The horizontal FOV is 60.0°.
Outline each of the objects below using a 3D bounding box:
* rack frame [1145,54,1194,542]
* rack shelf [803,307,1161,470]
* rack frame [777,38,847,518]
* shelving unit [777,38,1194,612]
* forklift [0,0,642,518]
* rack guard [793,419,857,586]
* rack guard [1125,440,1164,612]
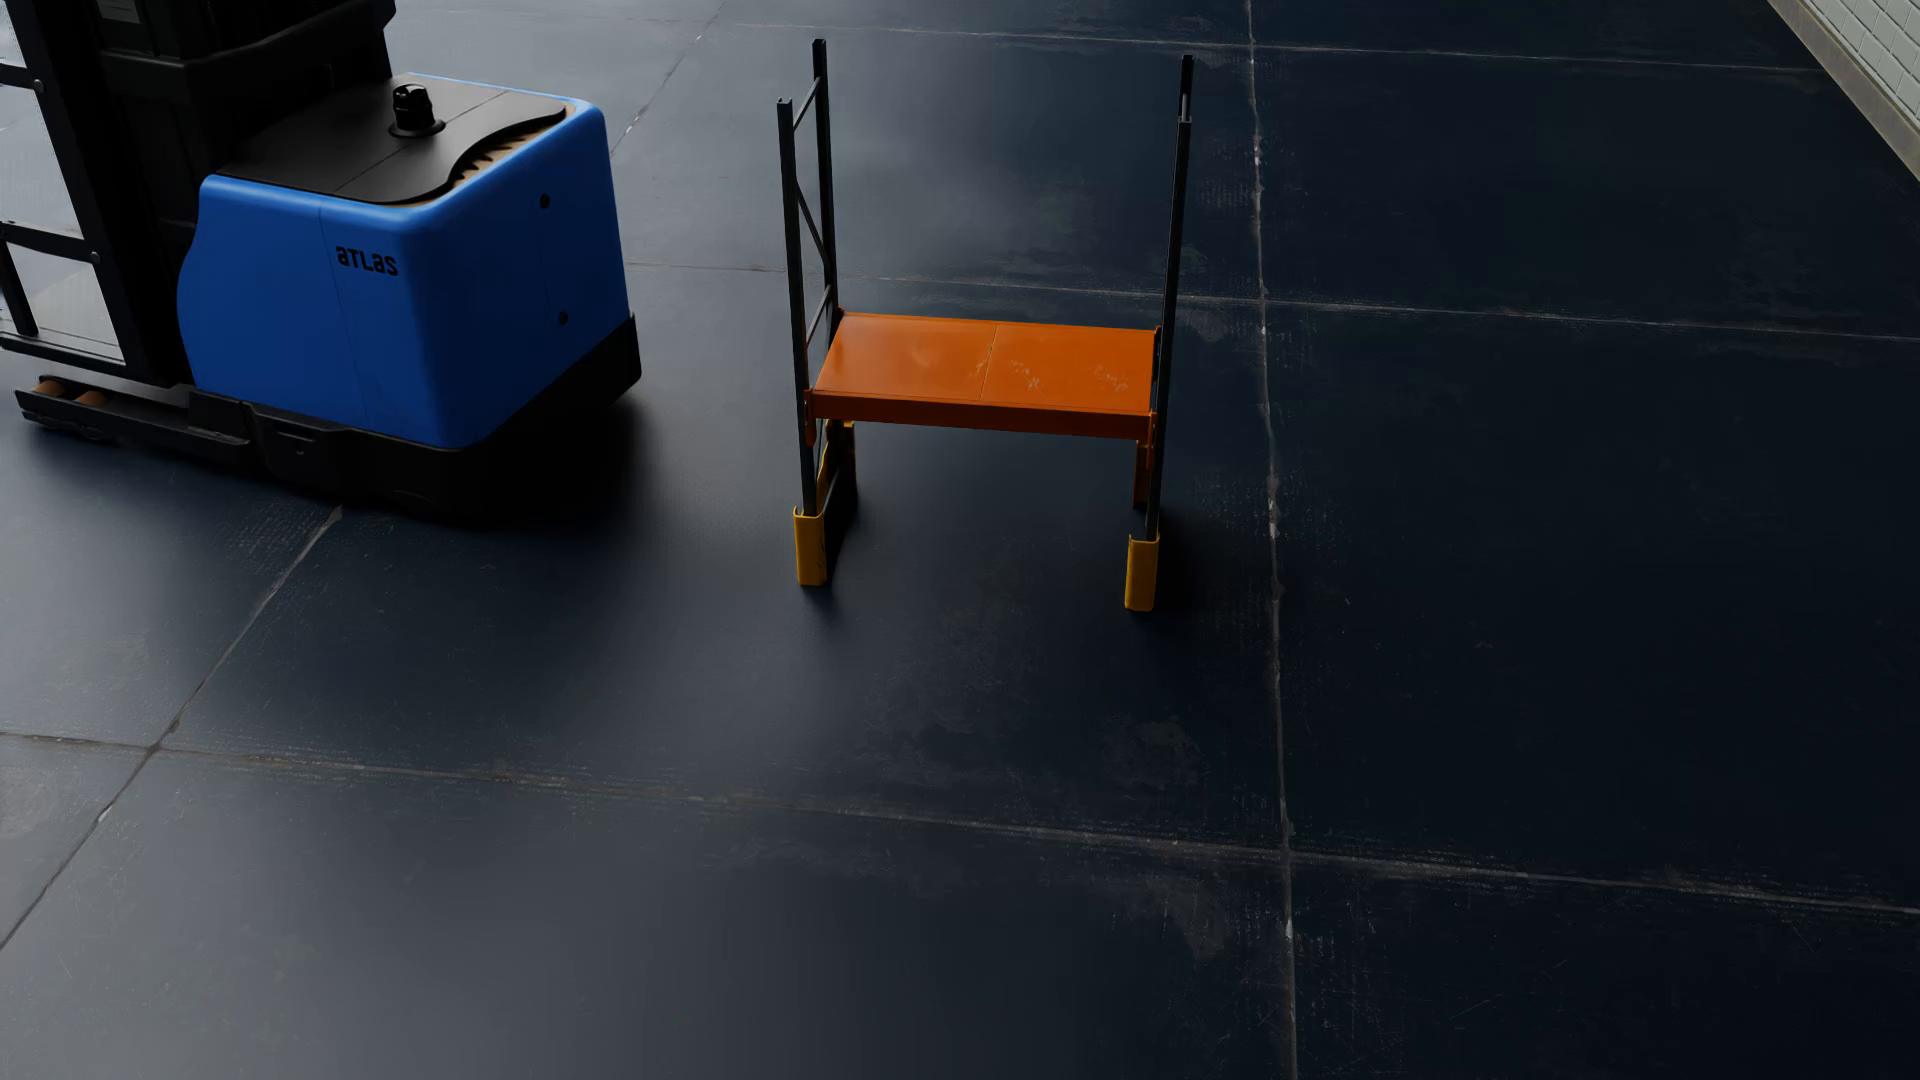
[{"bbox_3d":[0.589,-0.567,4.753,0.032,1.500,0.500,4,36,6],"label":"rack frame"},{"bbox_3d":[0.085,-0.458,4.910,1.000,0.185,0.538,4,36,6],"label":"rack shelf"},{"bbox_3d":[-0.420,-0.642,4.858,0.032,1.500,0.500,4,36,6],"label":"rack frame"},{"bbox_3d":[0.076,-0.605,4.806,1.083,1.500,0.587,4,36,6],"label":"shelving unit"},{"bbox_3d":[-2.708,-1.805,5.256,3.031,2.935,1.130,13,38,18],"label":"forklift"},{"bbox_3d":[-0.418,-0.133,5.221,0.087,0.250,0.587,4,36,6],"label":"rack guard"},{"bbox_3d":[0.570,-0.059,5.118,0.087,0.250,0.587,4,36,6],"label":"rack guard"}]
